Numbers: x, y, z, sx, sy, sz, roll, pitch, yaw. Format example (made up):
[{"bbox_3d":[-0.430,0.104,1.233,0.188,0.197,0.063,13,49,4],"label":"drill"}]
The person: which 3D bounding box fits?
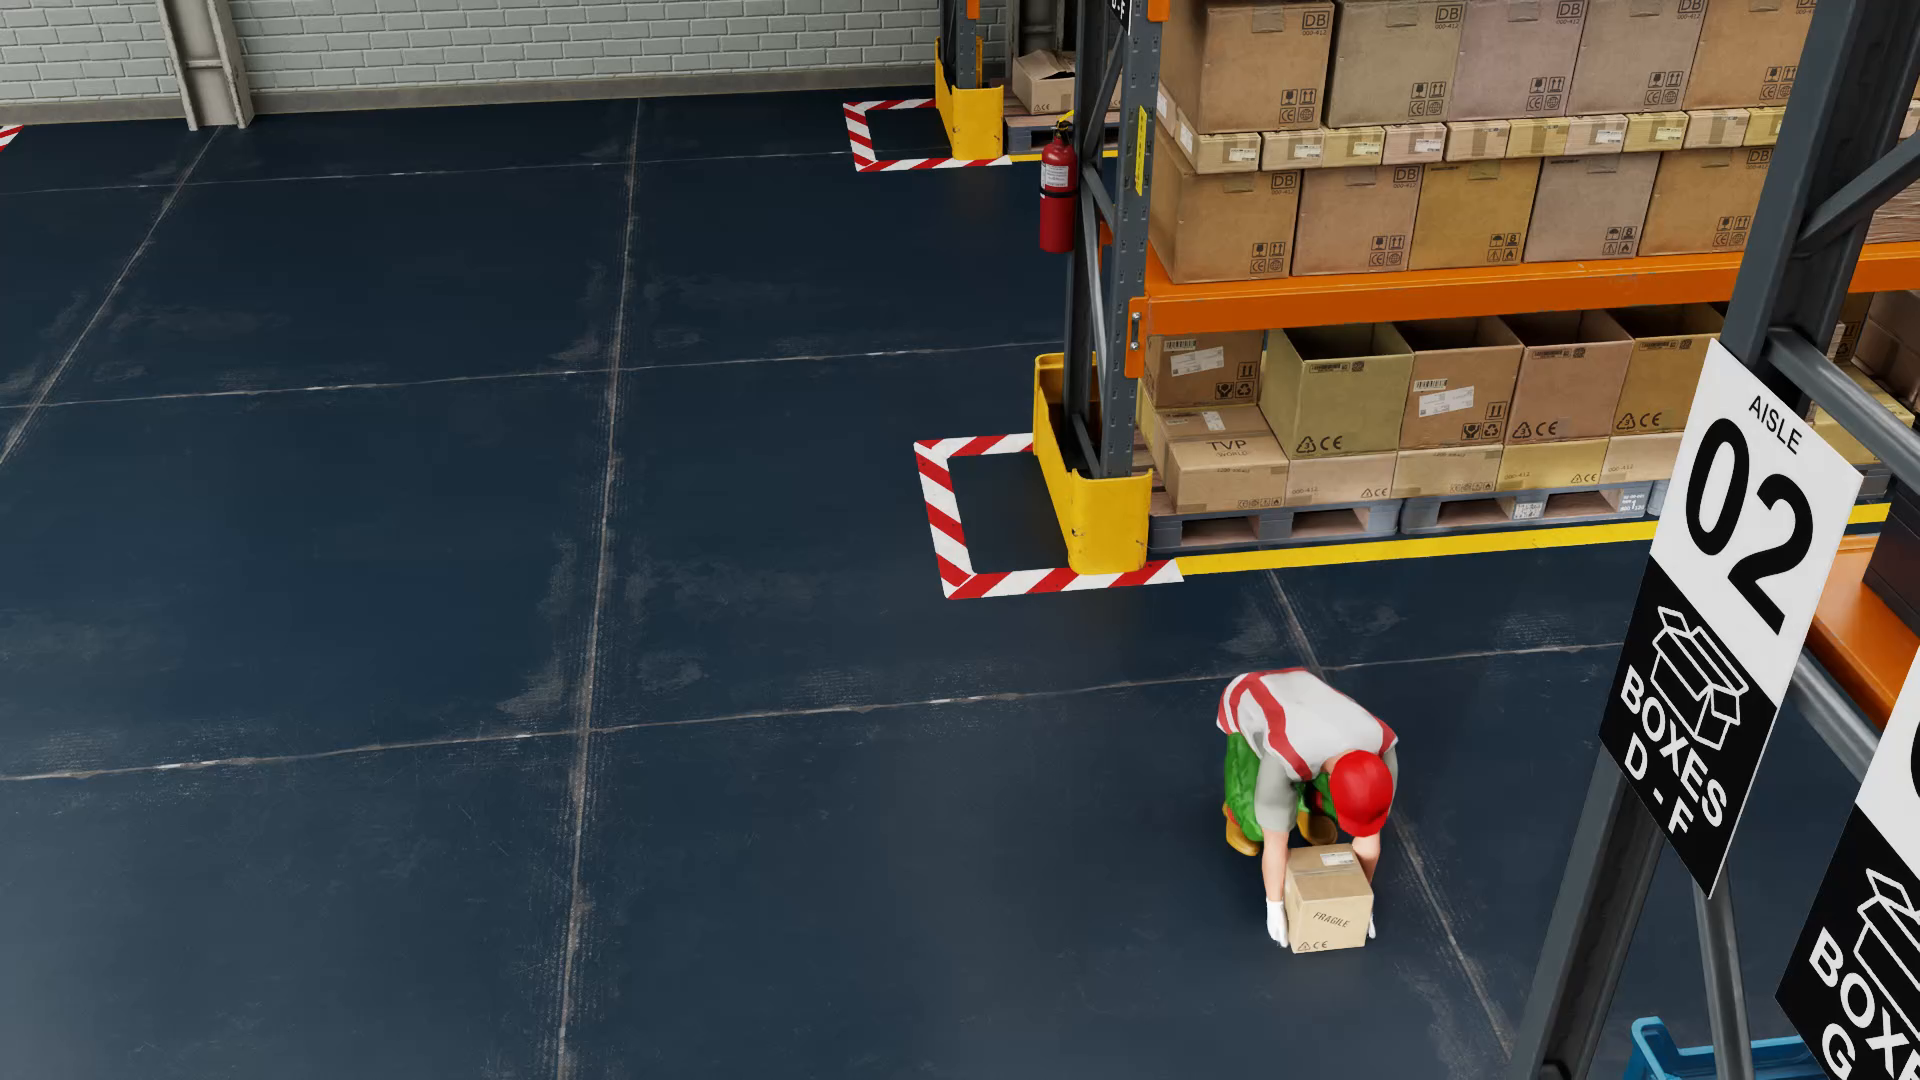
[{"bbox_3d":[1.203,0.874,5.826,0.544,0.878,0.923,-5,35,-7],"label":"person"}]
